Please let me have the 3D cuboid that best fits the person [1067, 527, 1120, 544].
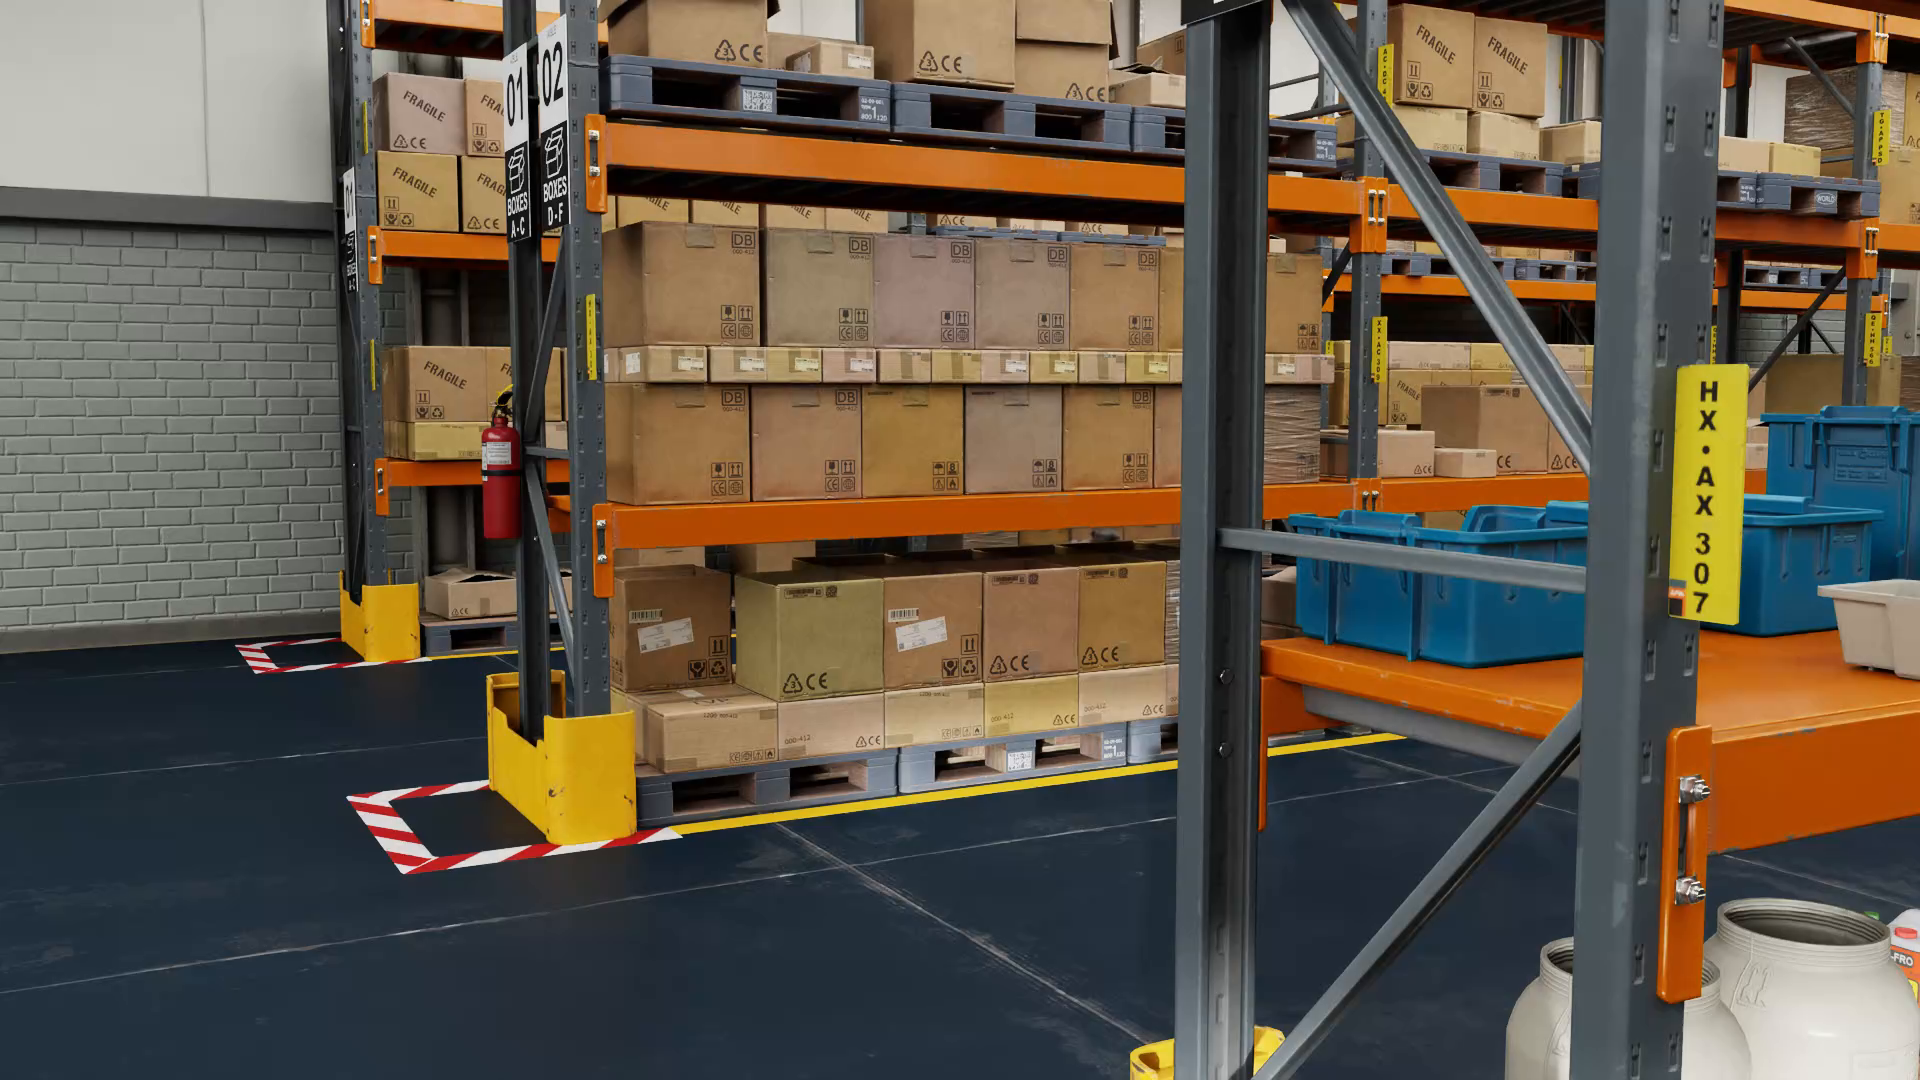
[{"bbox_3d":[0.736,0.373,10.487,0.510,0.940,0.854,-3,6,-30],"label":"person"}]
